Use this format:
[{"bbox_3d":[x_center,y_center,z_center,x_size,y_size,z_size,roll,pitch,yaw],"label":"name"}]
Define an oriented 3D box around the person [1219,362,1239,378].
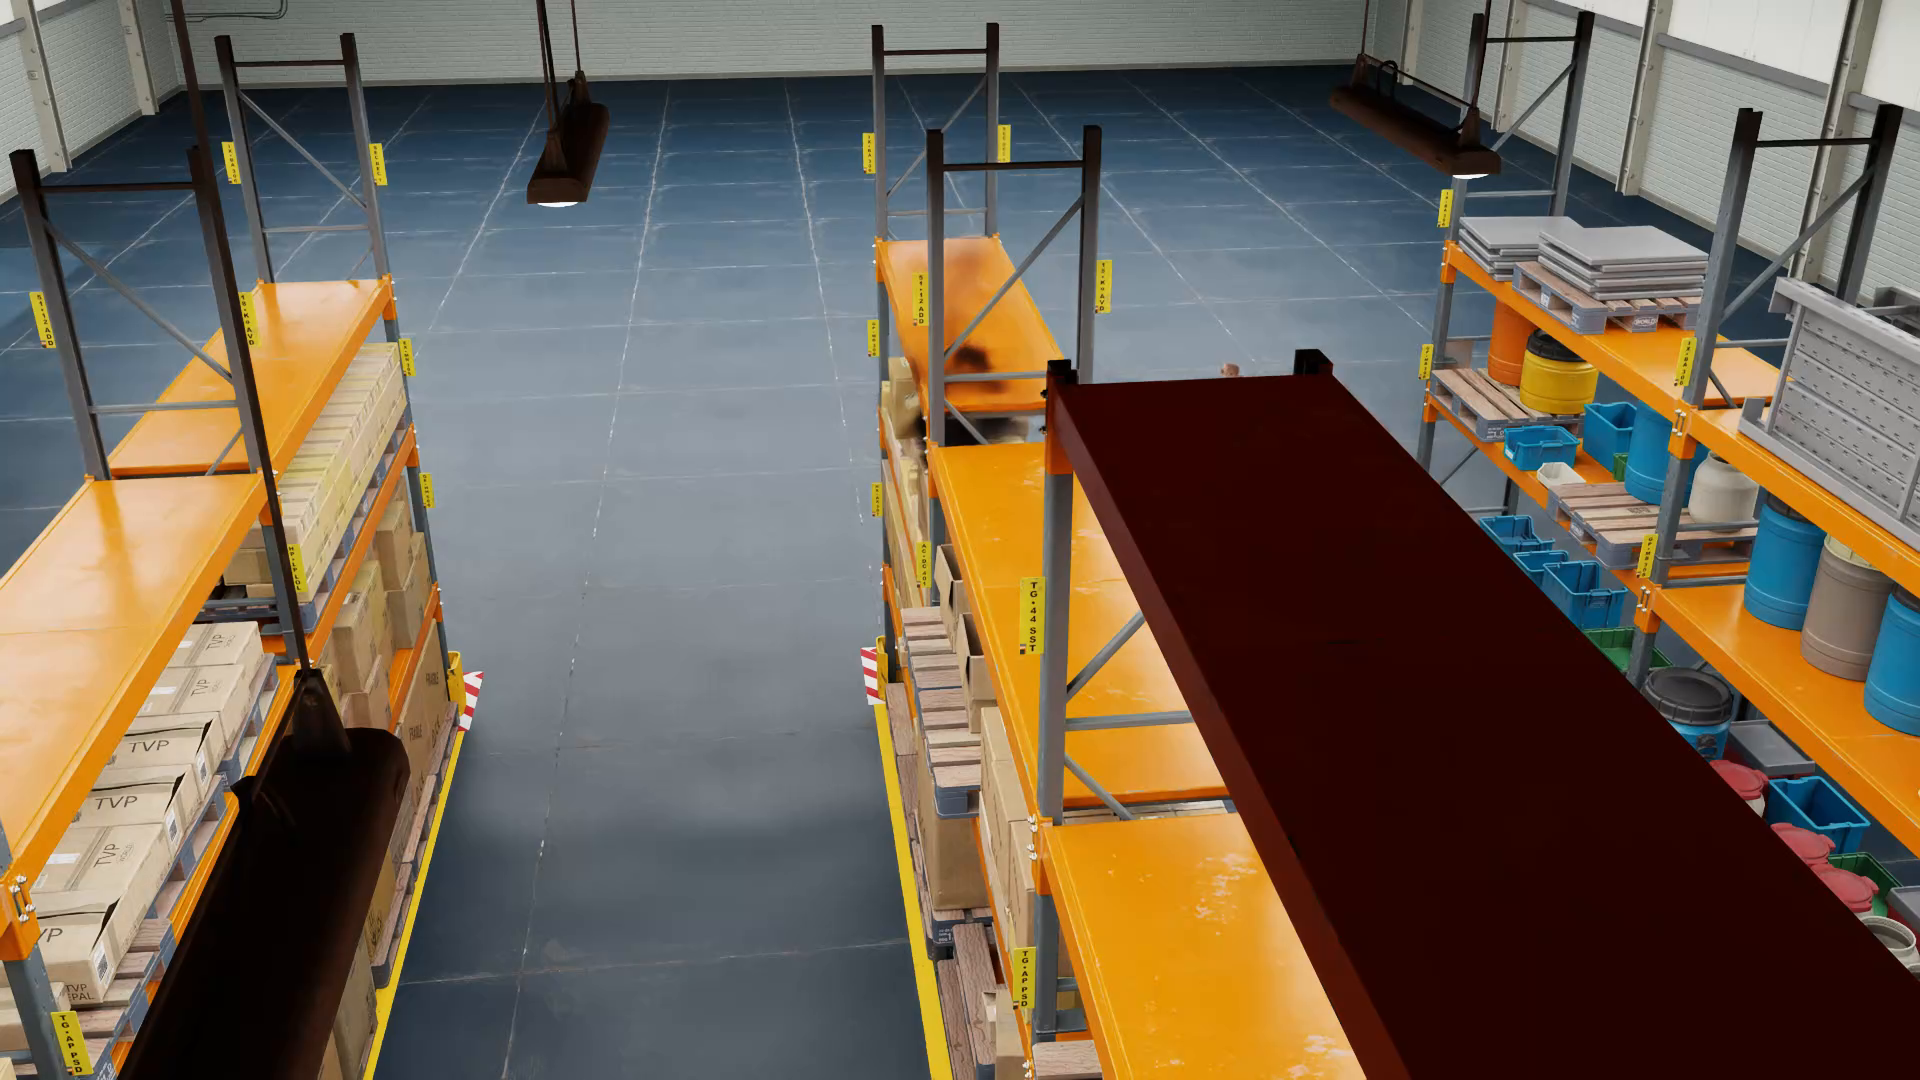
[{"bbox_3d":[3.003,-1.176,18.991,0.755,1.791,0.640,8,27,16],"label":"person"}]
